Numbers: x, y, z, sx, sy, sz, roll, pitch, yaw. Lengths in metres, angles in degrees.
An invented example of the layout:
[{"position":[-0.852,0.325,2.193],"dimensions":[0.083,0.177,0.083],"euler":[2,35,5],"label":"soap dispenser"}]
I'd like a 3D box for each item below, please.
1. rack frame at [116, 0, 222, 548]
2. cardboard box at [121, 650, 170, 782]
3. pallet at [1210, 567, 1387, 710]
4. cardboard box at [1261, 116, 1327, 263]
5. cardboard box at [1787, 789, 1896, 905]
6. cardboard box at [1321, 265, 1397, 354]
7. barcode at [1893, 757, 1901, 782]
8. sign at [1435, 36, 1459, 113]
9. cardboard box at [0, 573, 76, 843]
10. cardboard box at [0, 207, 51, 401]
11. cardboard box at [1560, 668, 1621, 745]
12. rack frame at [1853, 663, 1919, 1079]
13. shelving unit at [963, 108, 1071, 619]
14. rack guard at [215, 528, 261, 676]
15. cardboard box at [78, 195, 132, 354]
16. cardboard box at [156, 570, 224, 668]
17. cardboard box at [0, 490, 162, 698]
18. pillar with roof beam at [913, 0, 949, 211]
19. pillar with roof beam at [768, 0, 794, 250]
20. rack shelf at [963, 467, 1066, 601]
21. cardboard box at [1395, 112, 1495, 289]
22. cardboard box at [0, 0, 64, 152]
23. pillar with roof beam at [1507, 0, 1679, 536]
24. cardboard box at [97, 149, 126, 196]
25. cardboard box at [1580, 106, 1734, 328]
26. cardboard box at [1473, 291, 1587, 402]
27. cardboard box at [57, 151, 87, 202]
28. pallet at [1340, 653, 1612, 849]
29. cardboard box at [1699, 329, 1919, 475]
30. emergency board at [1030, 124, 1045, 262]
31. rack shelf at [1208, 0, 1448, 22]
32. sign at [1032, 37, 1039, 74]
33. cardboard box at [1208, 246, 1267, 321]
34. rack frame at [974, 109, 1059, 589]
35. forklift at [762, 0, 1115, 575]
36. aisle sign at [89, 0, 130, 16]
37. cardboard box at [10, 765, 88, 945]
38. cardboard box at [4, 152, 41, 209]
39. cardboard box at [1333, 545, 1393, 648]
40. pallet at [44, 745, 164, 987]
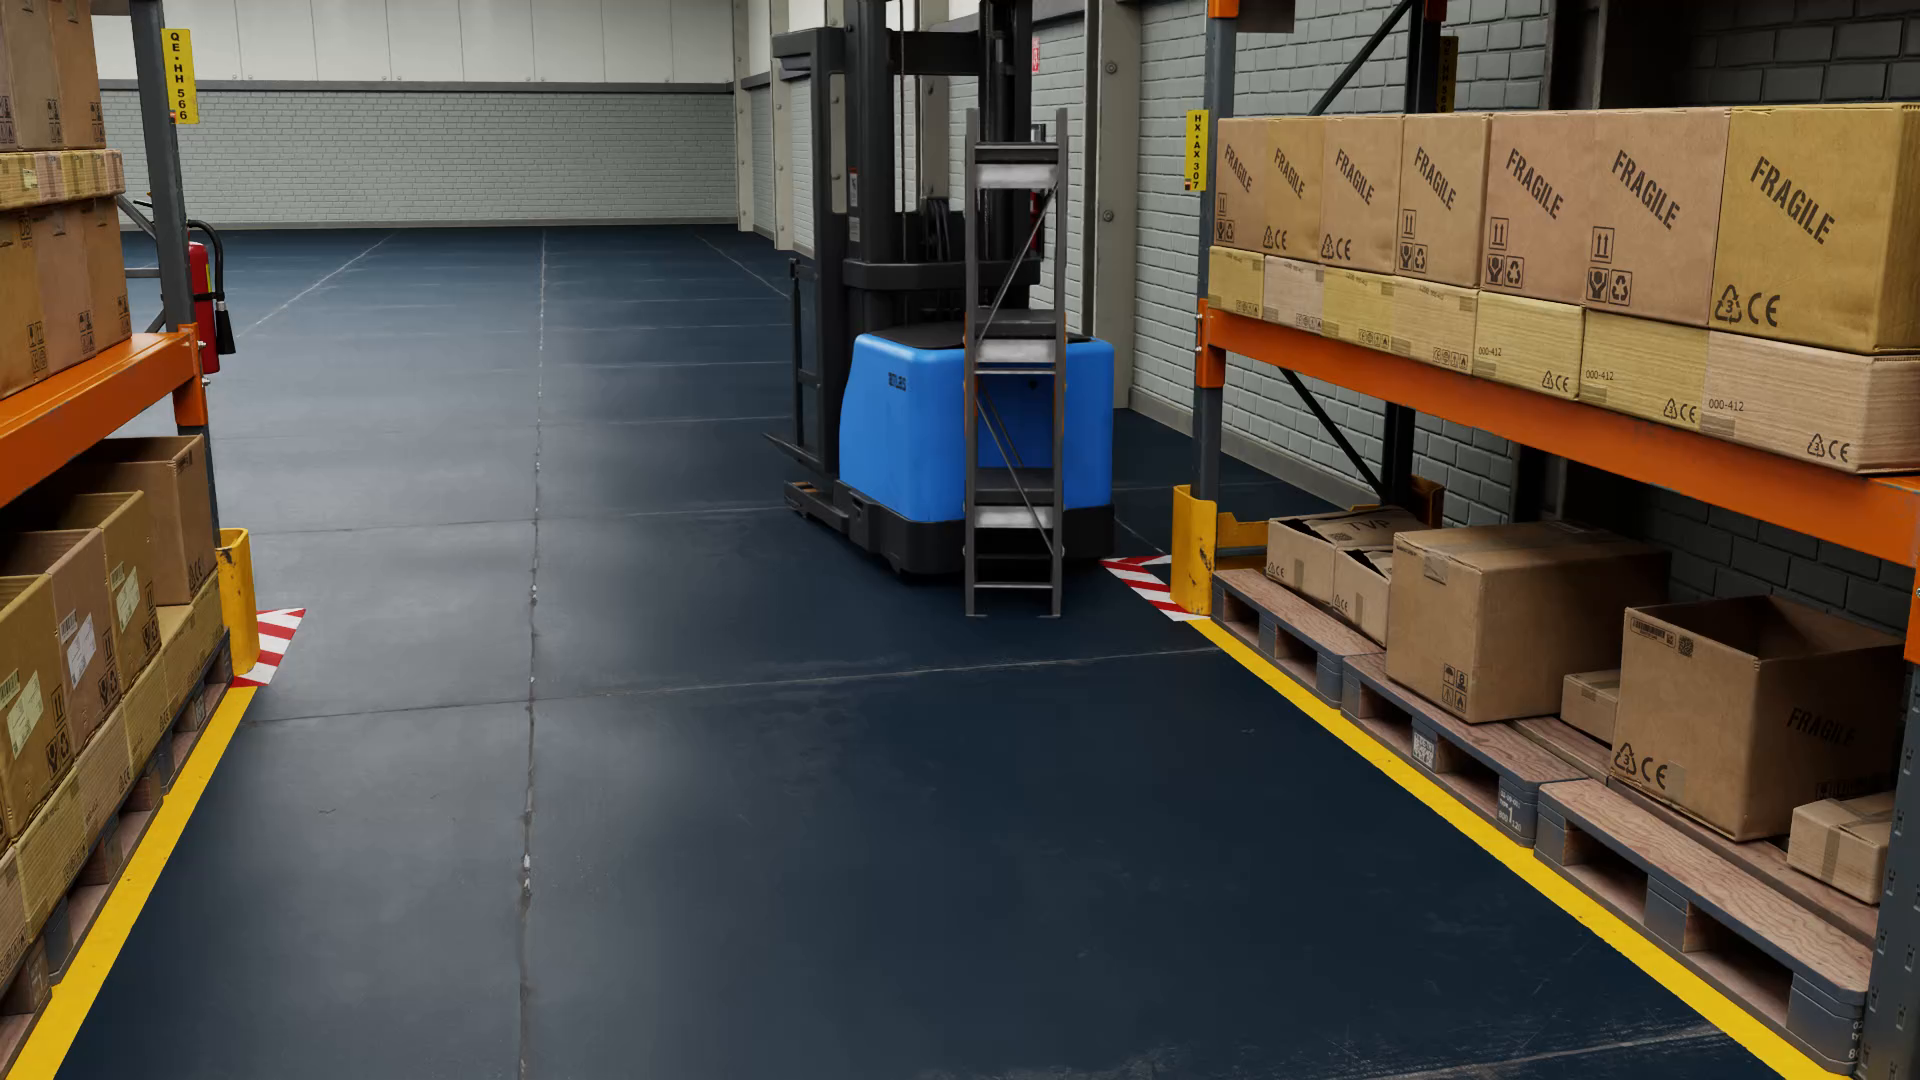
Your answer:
[{"position":[-3.306,-0.943,5.967],"dimensions":[1.000,3.000,0.127],"euler":[-3,14,-13],"label":"rack frame"},{"position":[-2.645,0.526,4.864],"dimensions":[0.500,0.250,0.500],"euler":[-3,14,-13],"label":"cardboard box"},{"position":[1.682,0.341,6.585],"dimensions":[1.003,0.211,1.213],"euler":[-3,14,-13],"label":"pallet"},{"position":[1.434,-1.280,6.039],"dimensions":[0.500,0.500,0.500],"euler":[-3,14,-13],"label":"cardboard box"},{"position":[2.293,0.744,4.106],"dimensions":[0.380,0.166,0.250],"euler":[-5,15,-21],"label":"cardboard box"},{"position":[1.564,-0.790,5.614],"dimensions":[0.500,0.250,0.500],"euler":[-4,14,-14],"label":"cardboard box"},{"position":[2.540,0.626,4.473],"dimensions":[0.001,0.075,0.075],"euler":[-3,14,-13],"label":"barcode"},{"position":[2.052,-1.962,7.034],"dimensions":[0.100,0.325,0.005],"euler":[-3,14,-13],"label":"sign"},{"position":[-2.406,0.392,3.831],"dimensions":[0.500,0.500,0.500],"euler":[-3,14,-13],"label":"cardboard box"},{"position":[-2.970,-0.648,4.547],"dimensions":[0.700,0.500,0.500],"euler":[-3,14,-13],"label":"cardboard box"},{"position":[2.091,0.504,5.125],"dimensions":[0.380,0.149,0.250],"euler":[-4,14,-18],"label":"cardboard box"},{"position":[2.448,-0.297,3.324],"dimensions":[1.000,3.000,0.127],"euler":[-3,14,-13],"label":"rack frame"},{"position":[0.236,-0.745,7.054],"dimensions":[0.431,2.100,0.503],"euler":[1,14,2],"label":"shelving unit"},{"position":[-3.312,0.266,6.287],"dimensions":[1.175,0.500,0.348],"euler":[-3,14,-13],"label":"rack guard"},{"position":[-3.209,-0.883,5.512],"dimensions":[0.700,0.500,0.500],"euler":[-3,14,-13],"label":"cardboard box"},{"position":[-2.893,0.296,5.805],"dimensions":[0.500,0.250,0.500],"euler":[-3,14,-13],"label":"cardboard box"},{"position":[-2.642,0.161,4.775],"dimensions":[0.500,0.500,0.500],"euler":[-3,14,-13],"label":"cardboard box"},{"position":[-4.490,-6.550,16.274],"dimensions":[9.100,9.000,0.400],"euler":[-3,14,-13],"label":"pillar with roof beam"},{"position":[-7.308,-9.318,27.605],"dimensions":[9.100,9.000,0.400],"euler":[-3,14,-13],"label":"pillar with roof beam"},{"position":[0.236,-0.052,7.223],"dimensions":[0.431,0.518,0.480],"euler":[1,14,2],"label":"rack shelf"},{"position":[1.683,-1.042,5.065],"dimensions":[0.500,0.500,0.500],"euler":[-3,14,-11],"label":"cardboard box"},{"position":[-3.068,-1.380,4.812],"dimensions":[0.700,0.500,0.500],"euler":[-4,14,-15],"label":"cardboard box"},{"position":[-1.671,-3.781,4.943],"dimensions":[9.100,9.000,0.400],"euler":[-3,14,-13],"label":"pillar with roof beam"},{"position":[-3.031,-1.229,5.561],"dimensions":[0.380,0.149,0.250],"euler":[-4,14,-14],"label":"cardboard box"},{"position":[1.913,-0.805,4.096],"dimensions":[0.500,0.500,0.500],"euler":[-3,14,-14],"label":"cardboard box"},{"position":[1.800,-0.557,4.661],"dimensions":[0.500,0.250,0.500],"euler":[-3,14,-13],"label":"cardboard box"},{"position":[-2.908,-1.110,5.073],"dimensions":[0.380,0.149,0.250],"euler":[-3,14,-14],"label":"cardboard box"},{"position":[1.965,0.622,5.435],"dimensions":[1.003,0.211,1.213],"euler":[-3,14,-13],"label":"pallet"},{"position":[2.042,-0.327,3.717],"dimensions":[0.500,0.250,0.500],"euler":[-3,14,-13],"label":"cardboard box"},{"position":[0.561,-3.063,14.645],"dimensions":[0.194,1.169,0.643],"euler":[-3,14,-13],"label":"emergency board"},{"position":[1.978,-1.866,4.942],"dimensions":[1.077,0.370,4.000],"euler":[-3,14,-13],"label":"rack shelf"},{"position":[0.656,-4.197,14.400],"dimensions":[0.001,0.298,0.199],"euler":[-3,14,-13],"label":"sign"},{"position":[1.314,-1.027,6.583],"dimensions":[0.500,0.250,0.500],"euler":[-4,14,-15],"label":"cardboard box"},{"position":[0.246,-0.803,7.291],"dimensions":[0.400,2.100,0.015],"euler":[1,14,2],"label":"rack frame"},{"position":[-0.311,-1.570,8.676],"dimensions":[1.130,2.935,3.031],"euler":[-6,15,-22],"label":"forklift"},{"position":[-3.036,-2.238,5.788],"dimensions":[0.394,0.787,0.004],"euler":[-3,14,-13],"label":"aisle sign"},{"position":[-2.406,0.756,3.920],"dimensions":[0.500,0.250,0.500],"euler":[-3,14,-13],"label":"cardboard box"},{"position":[-2.789,-0.991,4.587],"dimensions":[0.380,0.149,0.250],"euler":[-3,14,-11],"label":"cardboard box"},{"position":[1.717,0.168,6.156],"dimensions":[0.500,0.311,0.500],"euler":[-2,14,-9],"label":"cardboard box"},{"position":[-2.803,0.866,4.436],"dimensions":[1.003,0.211,1.213],"euler":[-3,14,-13],"label":"pallet"}]
